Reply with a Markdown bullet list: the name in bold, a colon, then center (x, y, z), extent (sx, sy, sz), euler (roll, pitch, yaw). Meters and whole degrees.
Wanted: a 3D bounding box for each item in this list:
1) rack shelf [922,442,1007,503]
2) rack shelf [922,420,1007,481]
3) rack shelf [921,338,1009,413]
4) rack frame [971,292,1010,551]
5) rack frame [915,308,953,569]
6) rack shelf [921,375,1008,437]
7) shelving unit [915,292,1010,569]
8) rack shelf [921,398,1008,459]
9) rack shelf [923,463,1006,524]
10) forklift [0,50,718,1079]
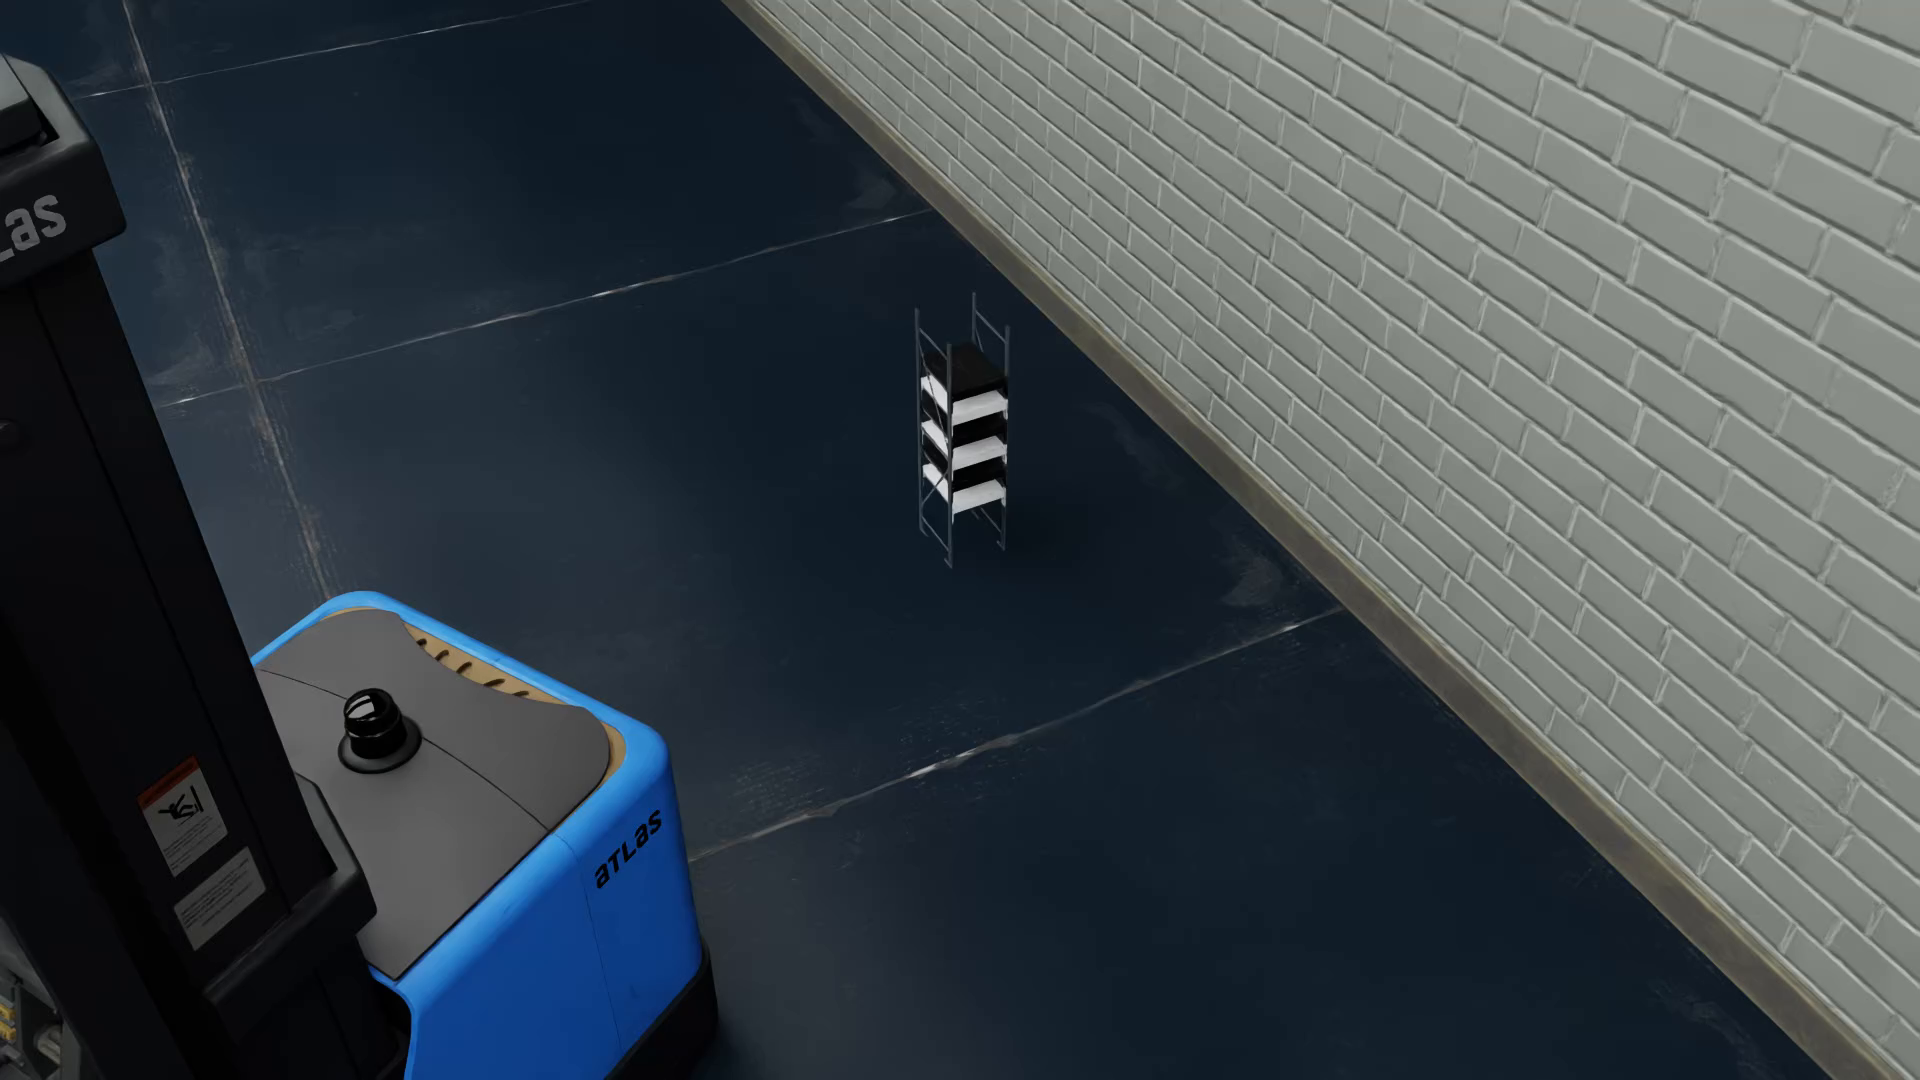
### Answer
- **rack shelf**: center (0.007, -0.252, 5.542), extent (0.200, 0.077, 0.258), euler (-19, 44, -21)
- **rack shelf**: center (0.007, -0.320, 5.484), extent (0.200, 0.077, 0.258), euler (-19, 44, -21)
- **rack shelf**: center (0.007, -0.527, 5.309), extent (0.200, 0.077, 0.258), euler (-19, 44, -21)
- **rack frame**: center (0.097, -0.376, 5.498), extent (0.006, 0.900, 0.240), euler (-19, 44, -21)
- **rack frame**: center (-0.083, -0.316, 5.426), extent (0.006, 0.900, 0.240), euler (-19, 44, -21)
- **rack shelf**: center (0.007, -0.458, 5.367), extent (0.200, 0.077, 0.258), euler (-19, 44, -21)
- **shelving unit**: center (0.007, -0.346, 5.462), extent (0.210, 0.900, 0.258), euler (-19, 44, -21)
- **rack shelf**: center (0.007, -0.389, 5.426), extent (0.200, 0.077, 0.258), euler (-19, 44, -21)
- **rack shelf**: center (0.007, -0.183, 5.600), extent (0.200, 0.077, 0.258), euler (-19, 44, -21)
- **forklift**: center (-1.819, 0.770, 2.571), extent (1.130, 2.935, 3.031), euler (22, 45, 24)
